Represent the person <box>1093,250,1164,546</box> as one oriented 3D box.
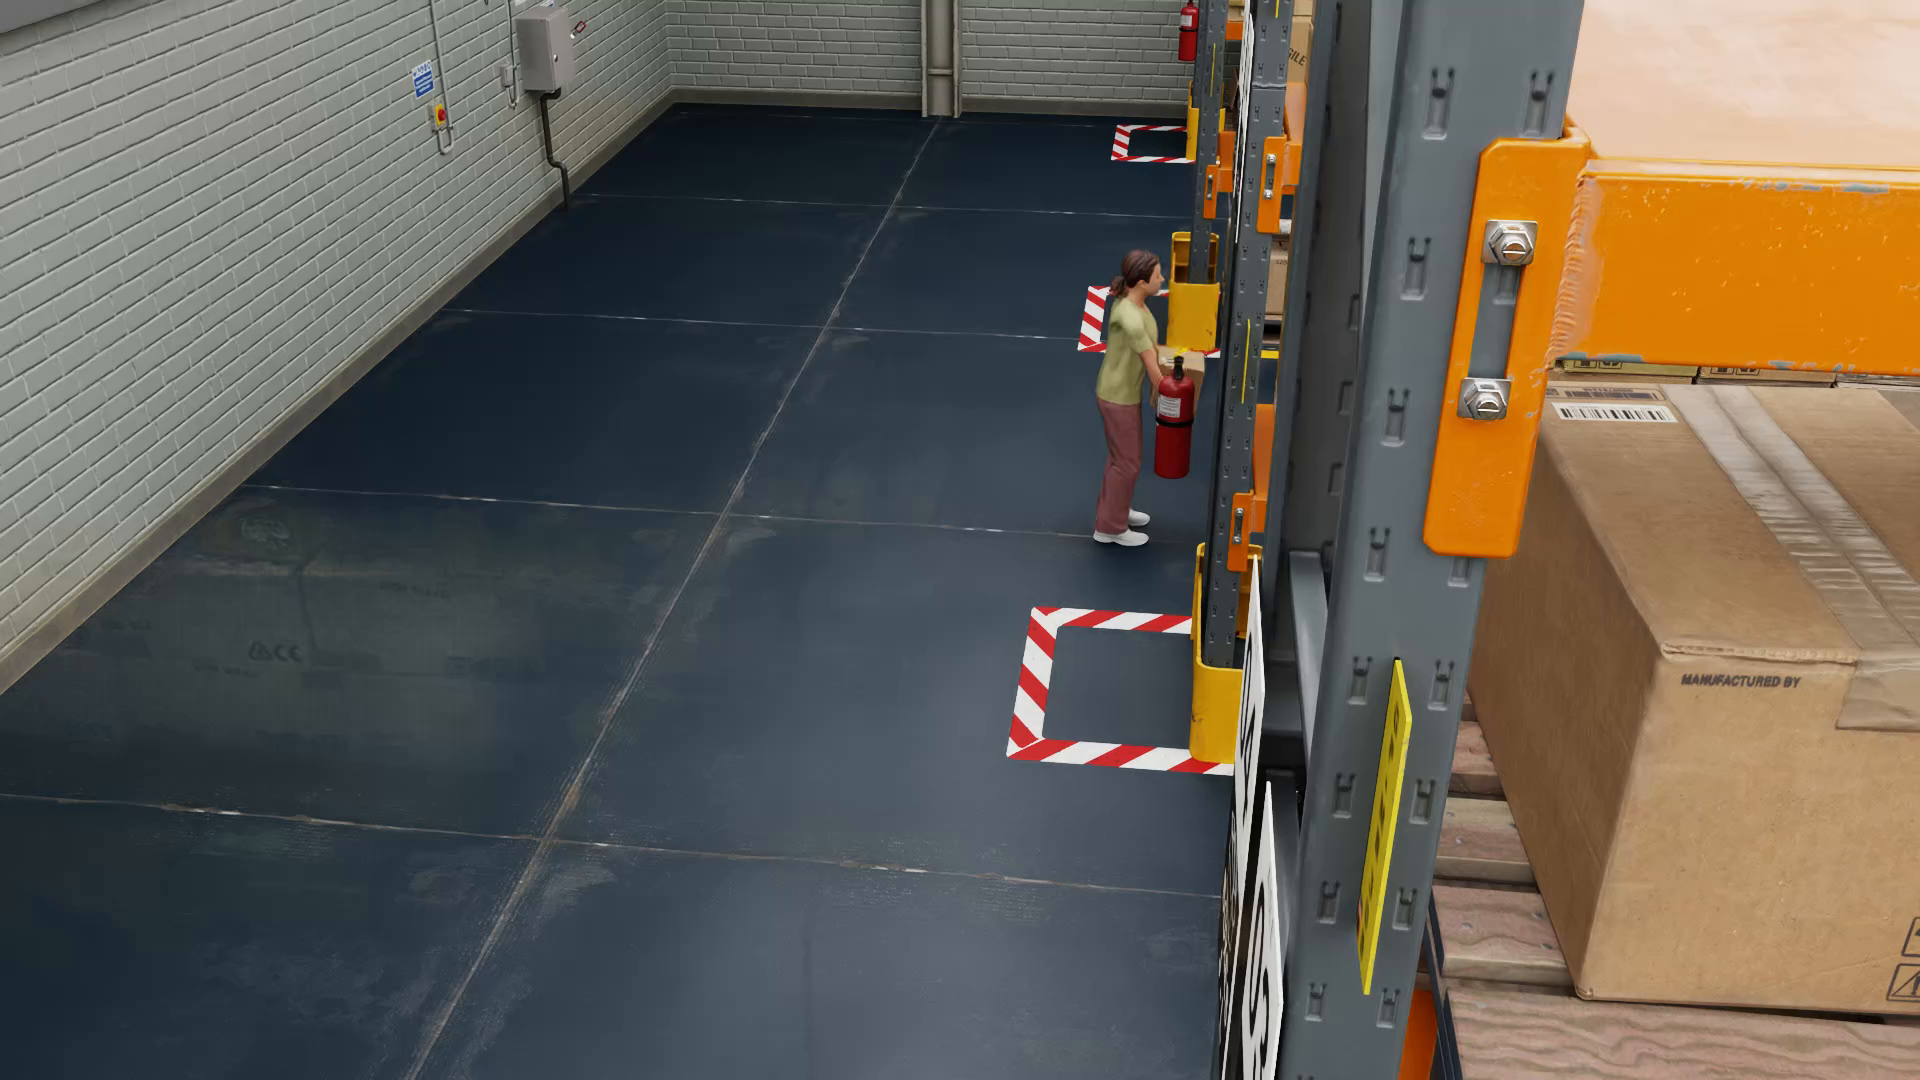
[{"bbox_3d":[0.992,-0.776,9.071,0.505,1.665,0.408,3,29,5],"label":"person"}]
